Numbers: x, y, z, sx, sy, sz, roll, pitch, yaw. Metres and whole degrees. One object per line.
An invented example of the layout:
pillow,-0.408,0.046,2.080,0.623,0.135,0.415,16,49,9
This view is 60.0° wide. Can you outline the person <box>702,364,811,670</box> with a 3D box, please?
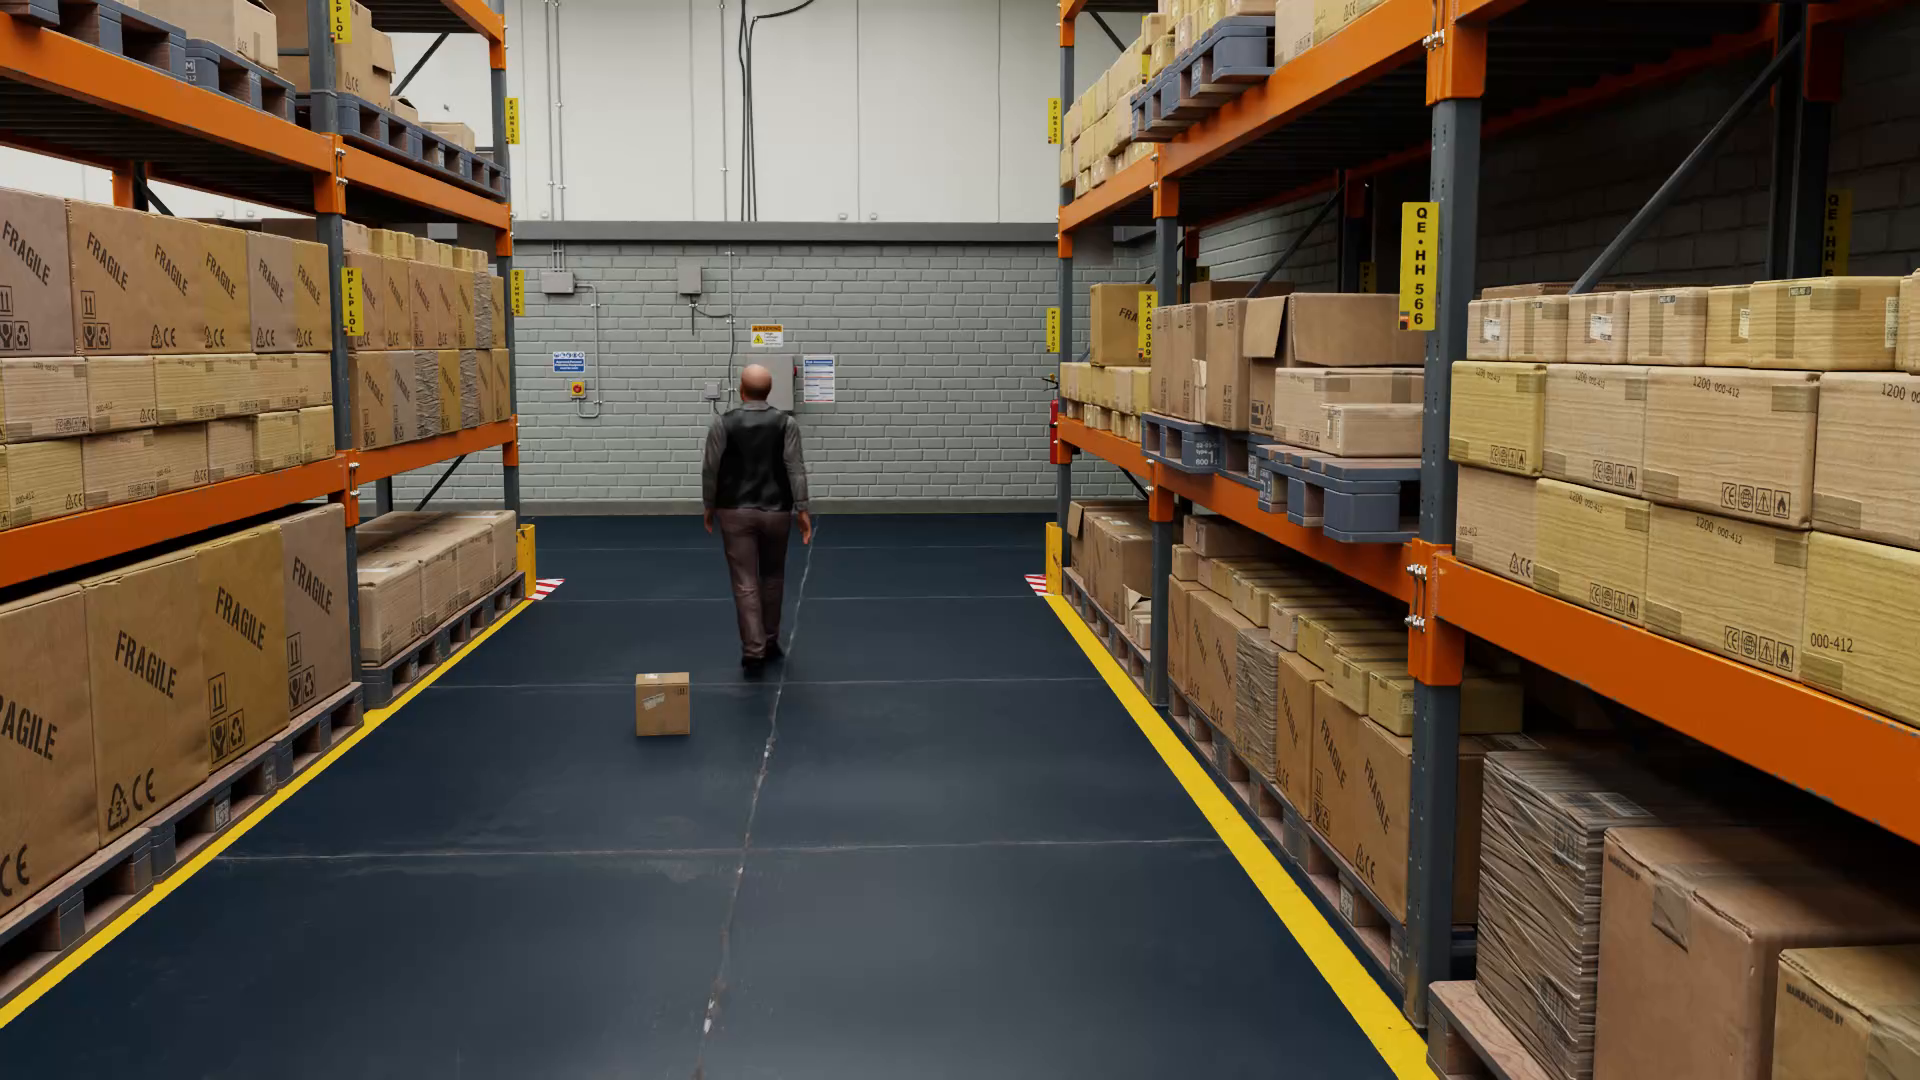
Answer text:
person,-1.184,-0.136,9.480,0.580,1.722,0.865,-2,7,-19
